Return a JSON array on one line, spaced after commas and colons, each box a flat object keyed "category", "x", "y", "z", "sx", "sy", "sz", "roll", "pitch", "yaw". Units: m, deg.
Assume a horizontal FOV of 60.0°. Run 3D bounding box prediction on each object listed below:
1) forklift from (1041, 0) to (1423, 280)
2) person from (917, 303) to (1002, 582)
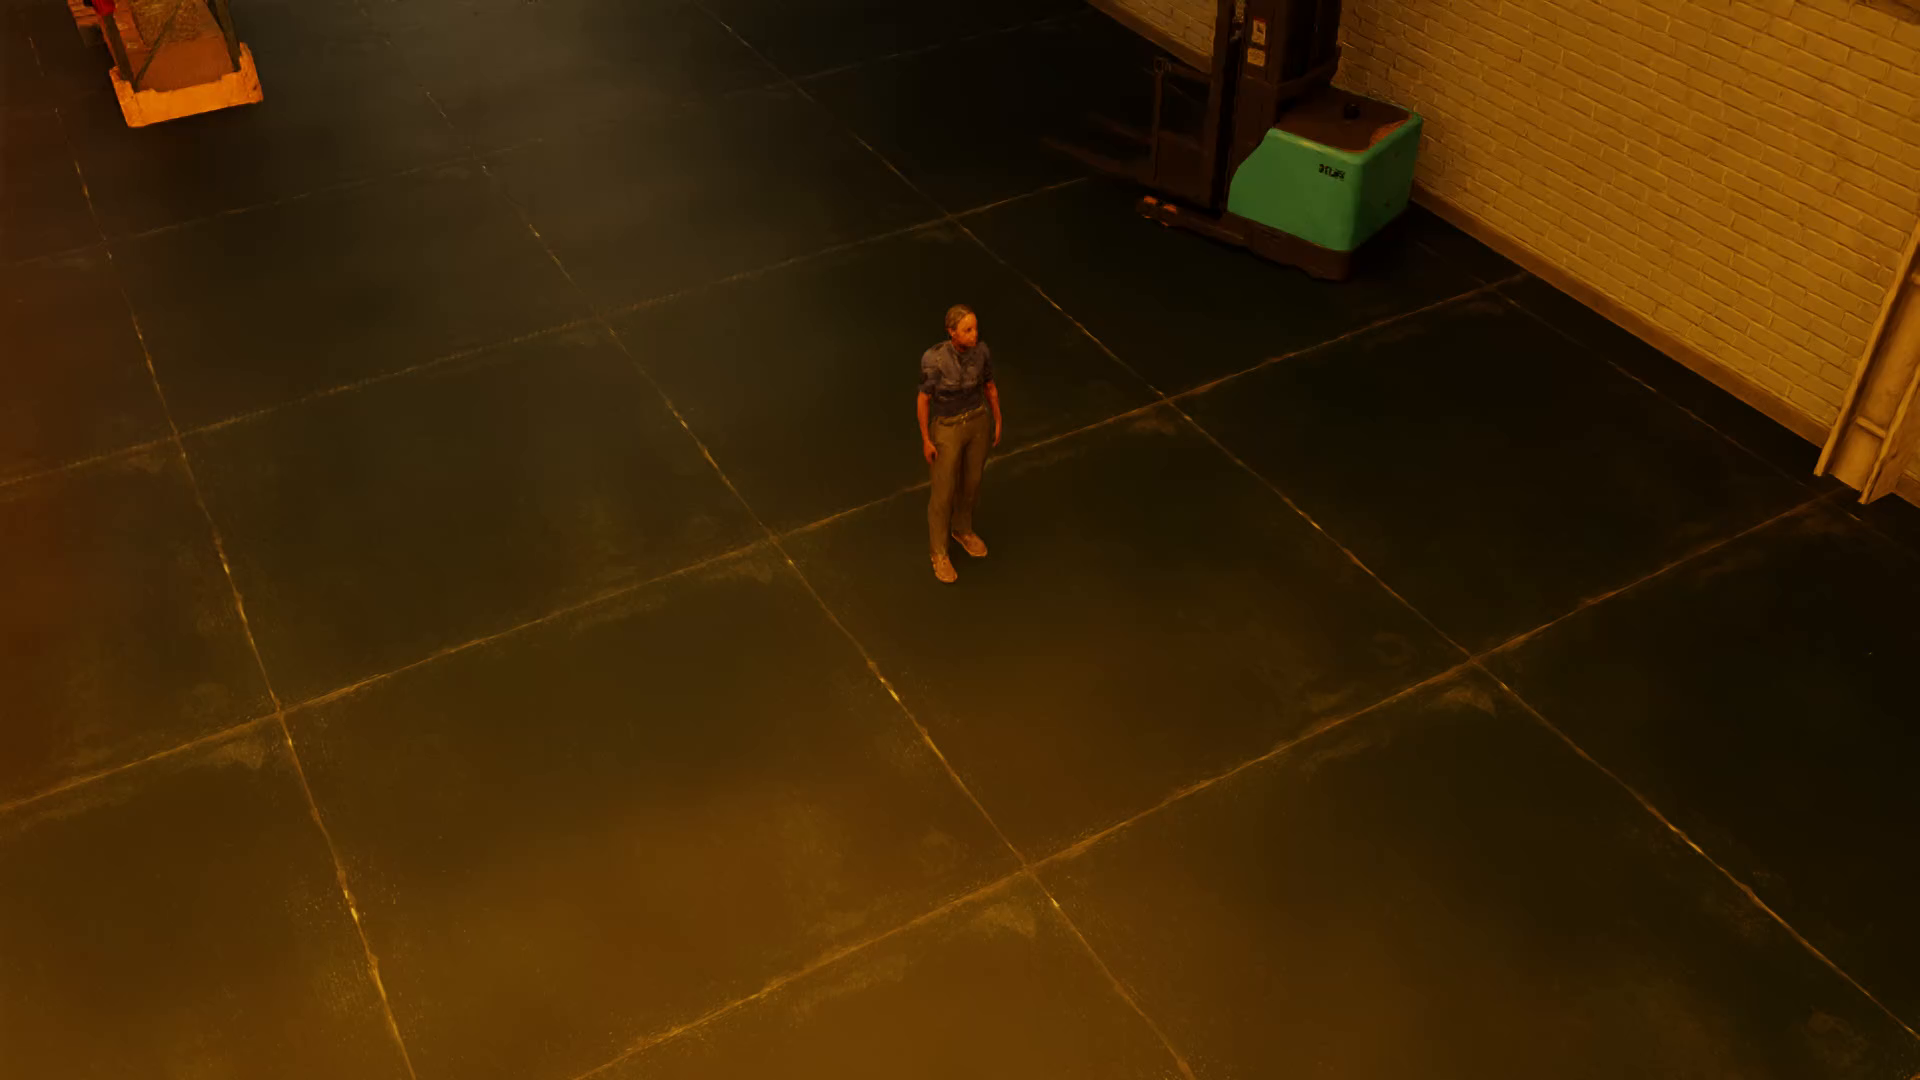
[{"category": "forklift", "x": 2.056, "y": -3.888, "z": 12.724, "sx": 3.031, "sy": 2.935, "sz": 1.130, "roll": 28, "pitch": 47, "yaw": 30}, {"category": "person", "x": 0.027, "y": -0.587, "z": 9.733, "sx": 0.570, "sy": 1.654, "sz": 0.503, "roll": -20, "pitch": 44, "yaw": -23}]
